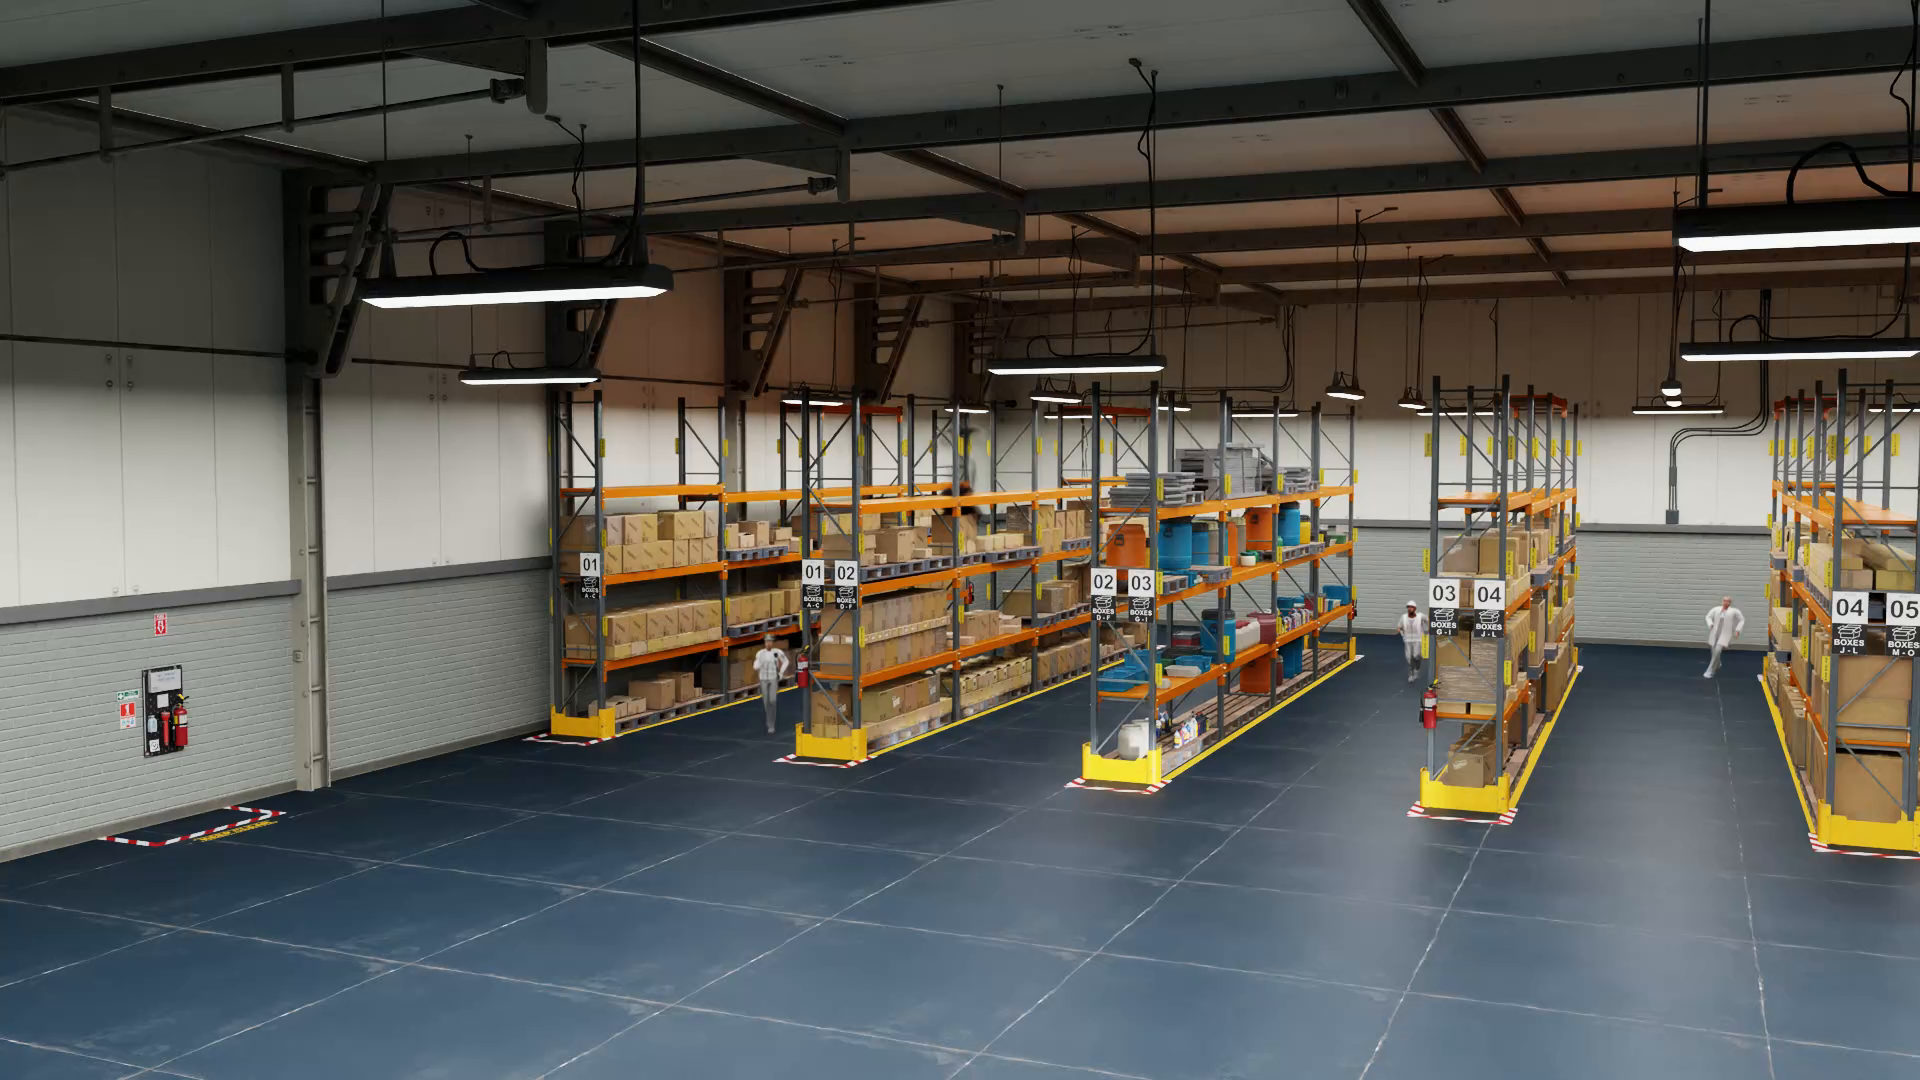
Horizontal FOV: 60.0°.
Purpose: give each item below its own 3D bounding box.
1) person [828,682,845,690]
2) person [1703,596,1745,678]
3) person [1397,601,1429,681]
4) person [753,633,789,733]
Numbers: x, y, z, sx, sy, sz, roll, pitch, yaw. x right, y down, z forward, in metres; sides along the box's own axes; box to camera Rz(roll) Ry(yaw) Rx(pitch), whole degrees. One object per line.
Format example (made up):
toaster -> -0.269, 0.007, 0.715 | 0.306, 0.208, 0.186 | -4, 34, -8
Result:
person -> -2.402, 2.397, 32.601 | 0.565, 1.630, 0.572 | 1, 3, 17
person -> 16.664, 2.103, 36.363 | 1.039, 1.763, 0.765 | -3, 4, -43
person -> 9.644, 2.164, 35.345 | 0.707, 1.732, 0.792 | 2, 4, 31
person -> -3.373, 2.526, 29.499 | 0.594, 1.752, 0.707 | 0, 3, 7
